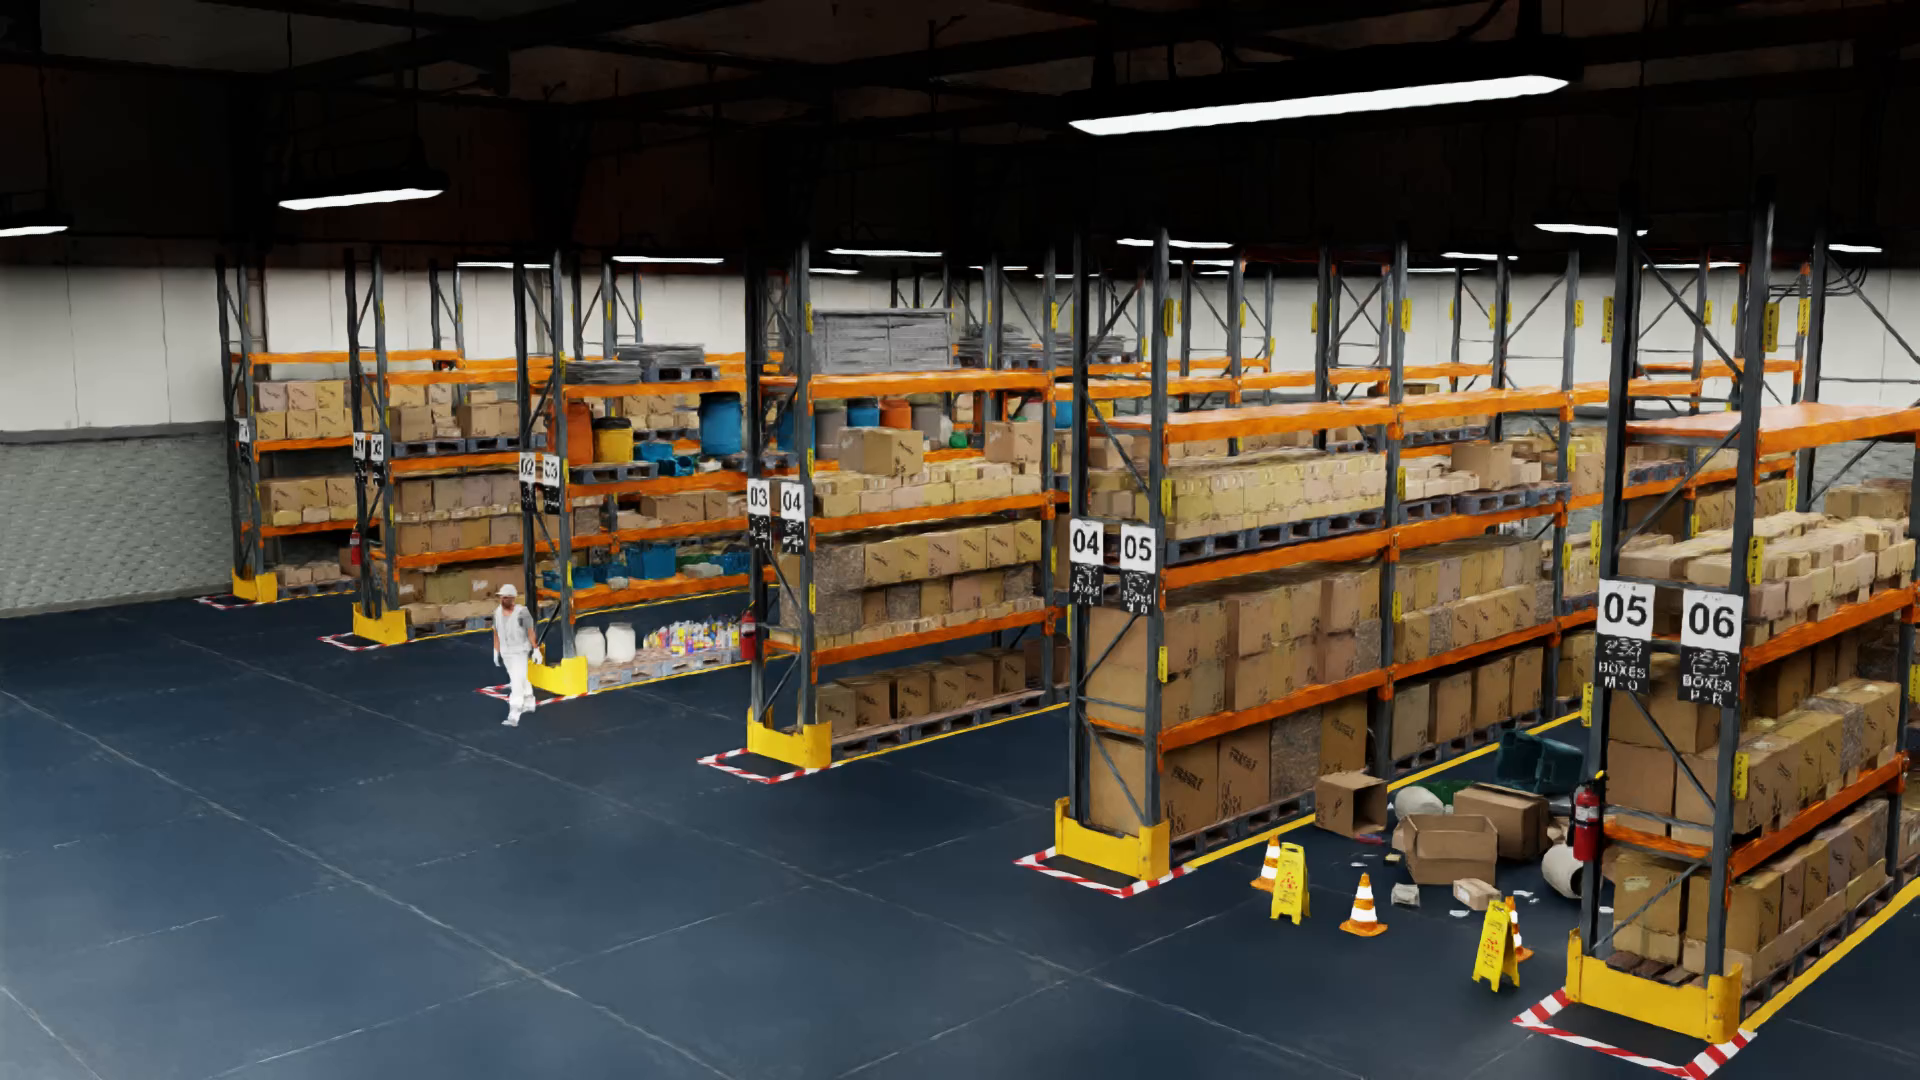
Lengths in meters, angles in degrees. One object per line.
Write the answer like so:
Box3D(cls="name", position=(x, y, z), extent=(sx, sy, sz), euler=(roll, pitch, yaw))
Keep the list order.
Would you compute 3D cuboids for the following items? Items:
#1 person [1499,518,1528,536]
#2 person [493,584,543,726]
Box3D(cls="person", position=(10.888, -0.271, 32.735), extent=(0.530, 1.625, 0.933), euler=(3, 9, 22))
Box3D(cls="person", position=(-5.543, 1.395, 20.651), extent=(0.596, 1.746, 0.969), euler=(3, 9, 22))
